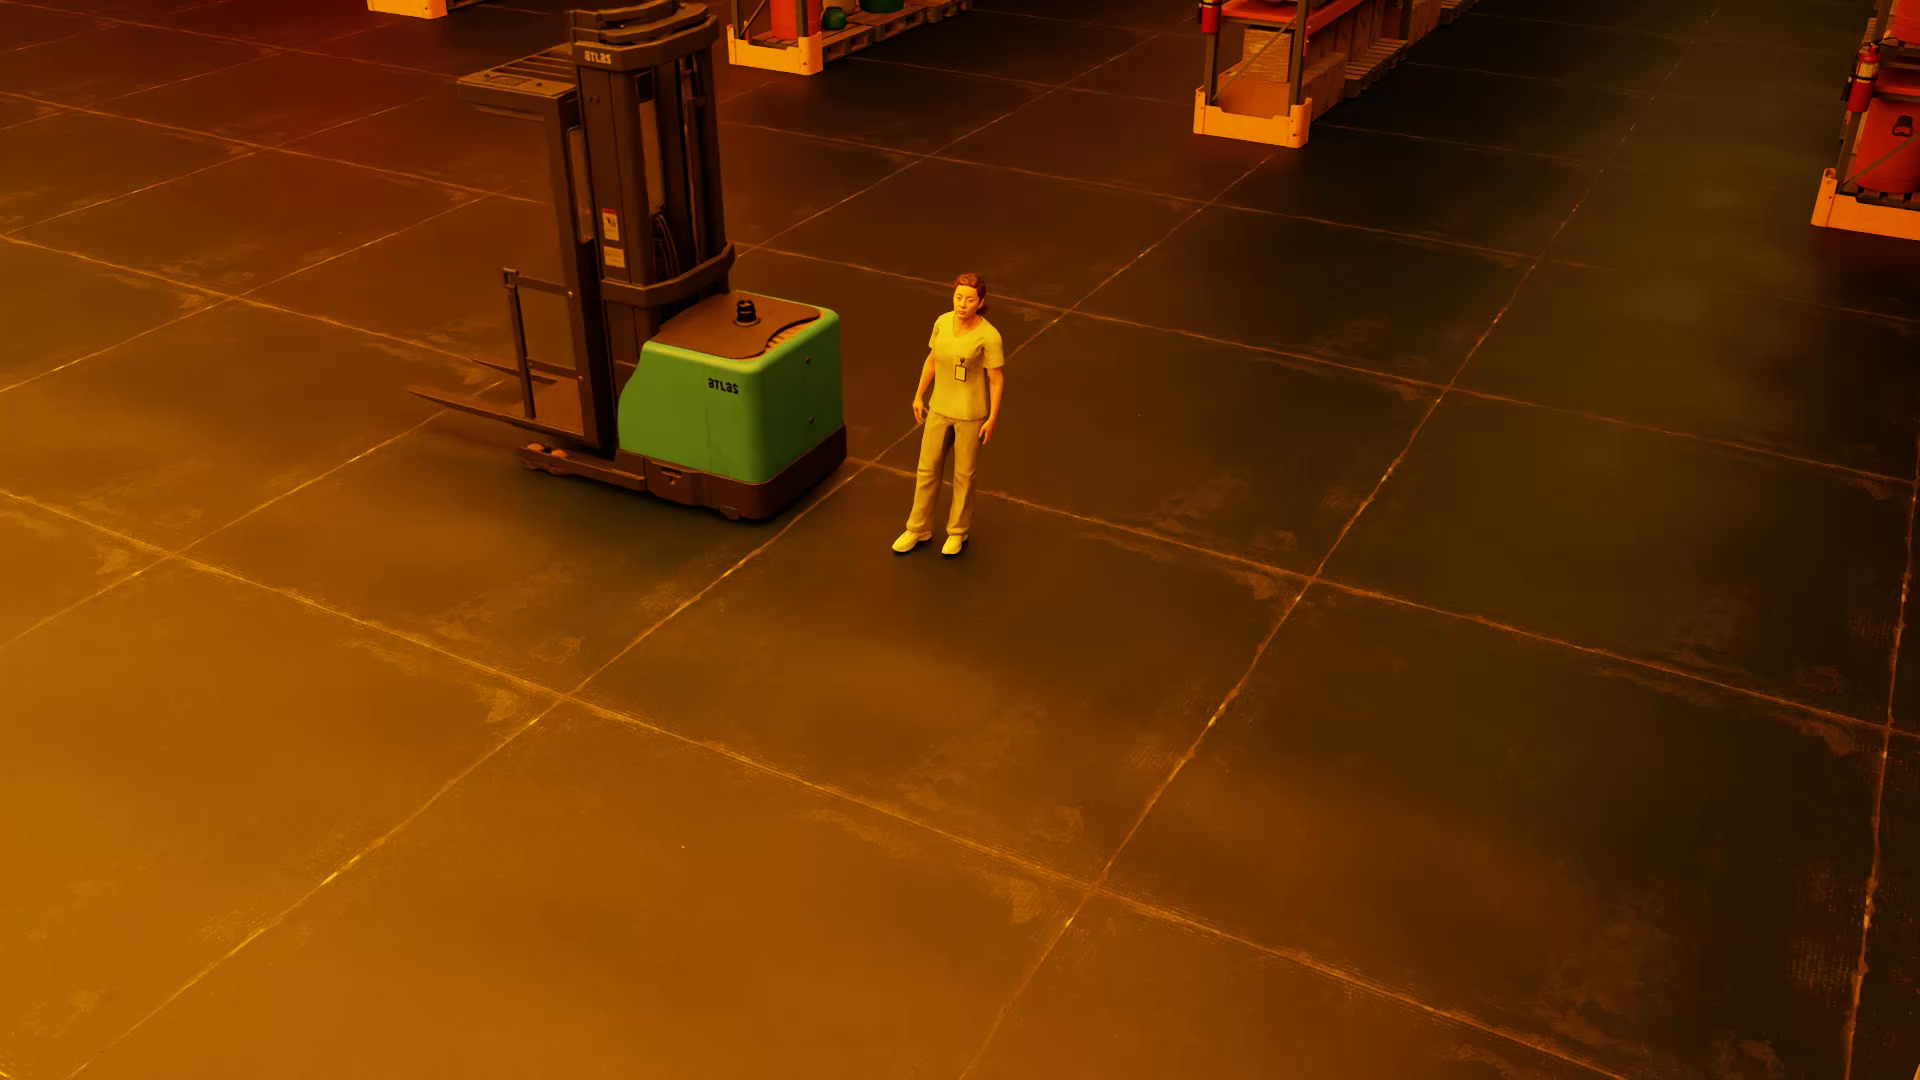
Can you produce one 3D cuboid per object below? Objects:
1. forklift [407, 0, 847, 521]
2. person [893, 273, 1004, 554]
[{"bbox_3d":[-2.281,-1.899,10.361,3.031,2.935,1.130,15,33,24],"label":"forklift"},{"bbox_3d":[-0.047,-0.703,9.530,0.549,1.675,0.549,15,33,25],"label":"person"}]
